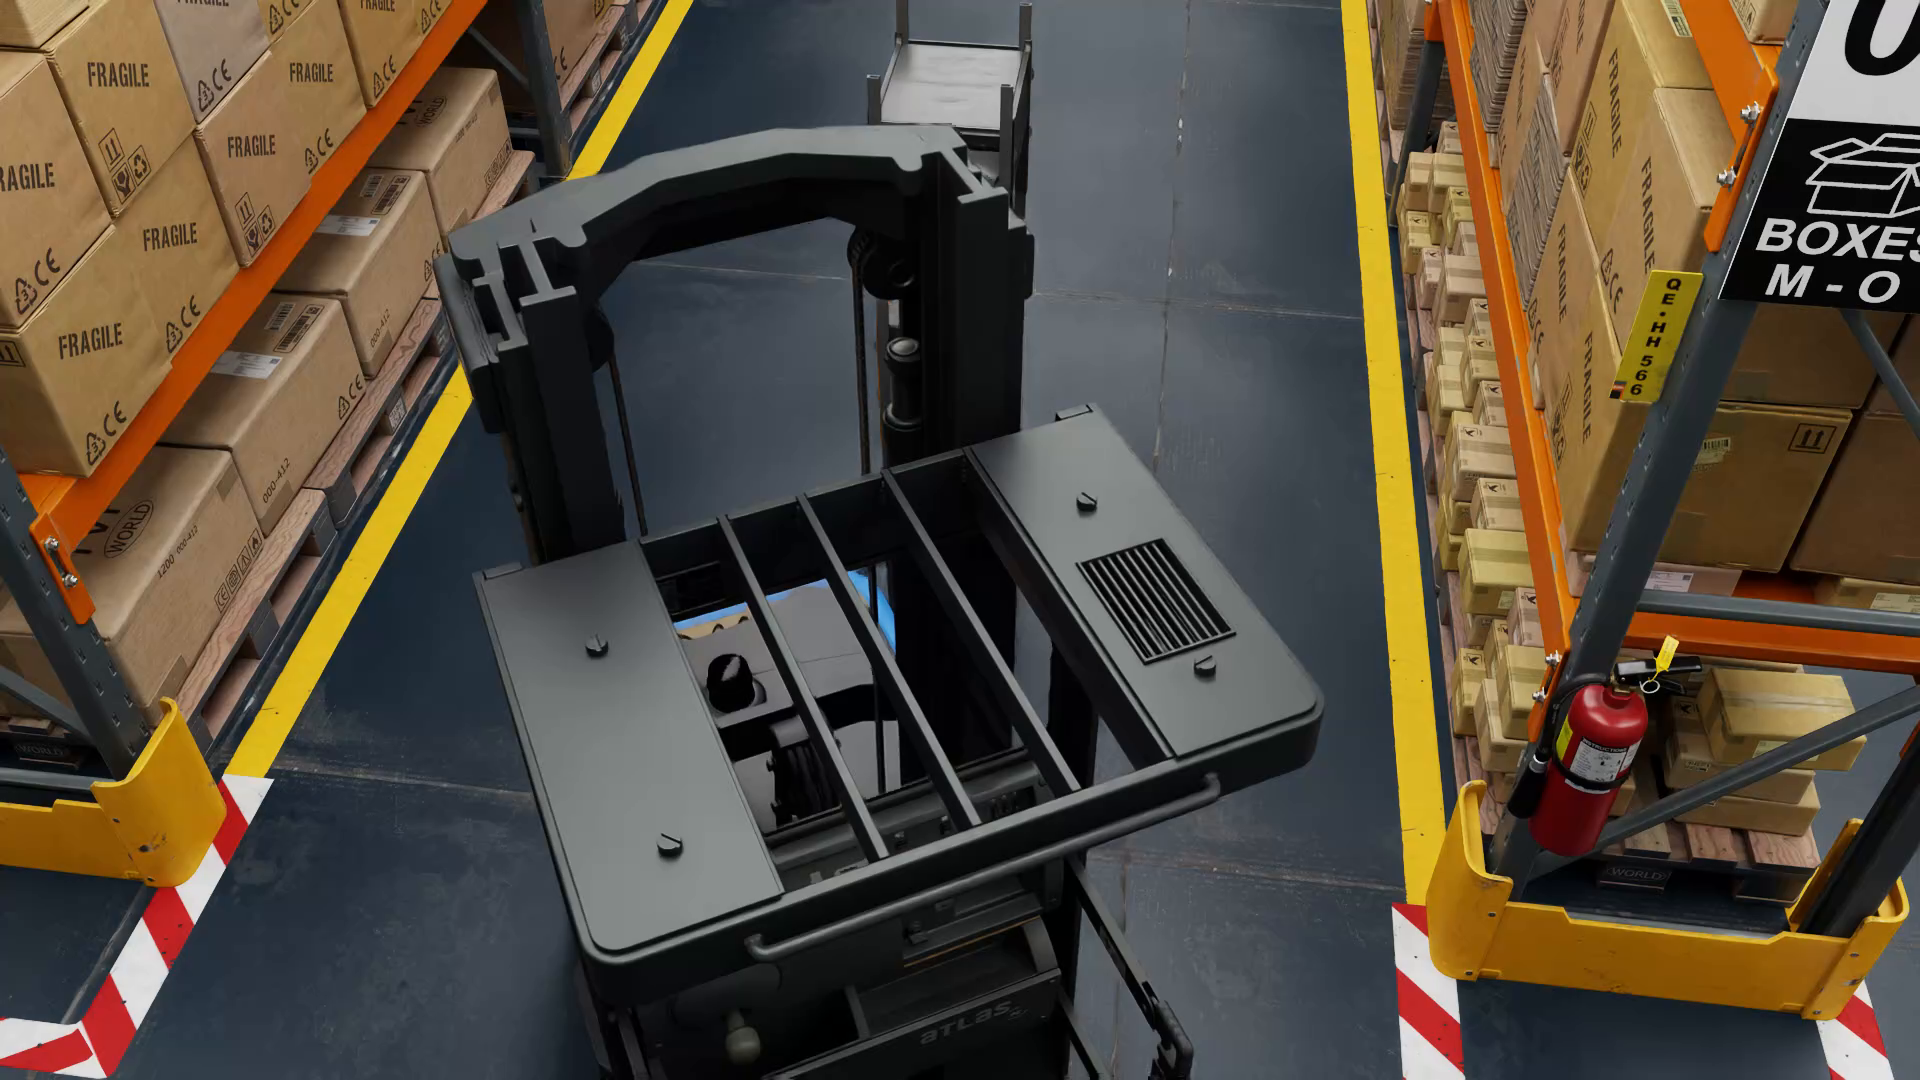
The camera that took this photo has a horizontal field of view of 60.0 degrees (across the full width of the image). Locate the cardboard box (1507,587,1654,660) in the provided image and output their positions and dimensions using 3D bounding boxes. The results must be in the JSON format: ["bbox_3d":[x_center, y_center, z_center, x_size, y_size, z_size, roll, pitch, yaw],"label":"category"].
[{"bbox_3d":[1.892,0.299,5.088,0.380,0.149,0.250,6,44,6],"label":"cardboard box"}]

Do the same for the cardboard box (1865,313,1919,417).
[{"bbox_3d":[2.305,-0.607,3.693,0.500,0.500,0.500,5,44,5],"label":"cardboard box"}]

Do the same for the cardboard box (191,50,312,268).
[{"bbox_3d":[-2.465,-1.228,5.293,0.500,0.500,0.500,5,44,5],"label":"cardboard box"}]

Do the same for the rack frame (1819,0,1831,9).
[{"bbox_3d":[1.983,-1.996,1.813,1.000,3.000,0.127,5,44,6],"label":"rack frame"}]

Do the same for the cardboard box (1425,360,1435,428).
[{"bbox_3d":[2.014,-0.554,6.422,0.380,0.149,0.250,4,44,4],"label":"cardboard box"}]

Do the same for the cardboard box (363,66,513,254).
[{"bbox_3d":[-2.598,-1.729,7.452,0.875,0.438,0.875,5,44,5],"label":"cardboard box"}]

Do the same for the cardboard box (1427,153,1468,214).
[{"bbox_3d":[2.166,-1.479,6.966,0.380,0.149,0.250,7,44,8],"label":"cardboard box"}]

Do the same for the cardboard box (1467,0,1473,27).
[{"bbox_3d":[2.189,-2.106,6.476,0.380,0.149,0.250,6,44,7],"label":"cardboard box"}]

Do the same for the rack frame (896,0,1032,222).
[{"bbox_3d":[0.010,-0.816,5.585,0.400,2.100,0.015,5,44,6],"label":"rack frame"}]

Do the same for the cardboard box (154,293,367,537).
[{"bbox_3d":[-2.836,-0.504,6.159,0.875,0.438,0.875,6,44,7],"label":"cardboard box"}]

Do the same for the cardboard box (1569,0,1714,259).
[{"bbox_3d":[1.864,-1.005,4.113,0.500,0.500,0.500,4,44,4],"label":"cardboard box"}]

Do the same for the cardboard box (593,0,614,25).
[{"bbox_3d":[-2.294,-3.352,8.848,0.875,0.875,0.875,6,44,7],"label":"cardboard box"}]

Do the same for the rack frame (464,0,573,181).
[{"bbox_3d":[-2.408,-2.925,7.157,1.000,3.000,0.127,5,44,6],"label":"rack frame"}]

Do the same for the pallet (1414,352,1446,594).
[{"bbox_3d":[2.299,-0.237,6.346,1.003,0.211,1.213,5,44,6],"label":"pallet"}]

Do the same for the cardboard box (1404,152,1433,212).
[{"bbox_3d":[2.147,-1.551,7.258,0.380,0.149,0.250,7,44,7],"label":"cardboard box"}]

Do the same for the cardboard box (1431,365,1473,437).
[{"bbox_3d":[1.954,-0.500,6.148,0.380,0.149,0.250,6,44,6],"label":"cardboard box"}]

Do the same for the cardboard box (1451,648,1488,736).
[{"bbox_3d":[1.779,0.503,5.305,0.380,0.149,0.250,6,44,7],"label":"cardboard box"}]

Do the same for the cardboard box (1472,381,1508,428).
[{"bbox_3d":[2.022,-0.417,5.845,0.380,0.149,0.250,4,44,4],"label":"cardboard box"}]

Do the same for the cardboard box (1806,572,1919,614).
[{"bbox_3d":[2.351,0.082,4.164,0.380,0.149,0.250,5,44,5],"label":"cardboard box"}]

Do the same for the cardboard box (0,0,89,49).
[{"bbox_3d":[-2.504,-1.402,4.278,0.380,0.149,0.250,6,44,7],"label":"cardboard box"}]

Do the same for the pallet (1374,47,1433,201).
[{"bbox_3d":[2.613,-2.062,8.274,1.003,0.211,1.213,5,44,6],"label":"pallet"}]

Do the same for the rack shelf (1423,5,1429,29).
[{"bbox_3d":[2.776,-3.646,8.442,1.077,0.370,4.000,5,44,6],"label":"rack shelf"}]

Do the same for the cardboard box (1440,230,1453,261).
[{"bbox_3d":[2.206,-1.201,6.889,0.380,0.149,0.250,5,44,5],"label":"cardboard box"}]

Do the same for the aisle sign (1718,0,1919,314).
[{"bbox_3d":[1.676,-0.739,2.958,0.394,0.787,0.004,5,44,6],"label":"aisle sign"}]

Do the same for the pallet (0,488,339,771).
[{"bbox_3d":[-2.909,0.262,5.820,1.003,0.211,1.213,5,44,6],"label":"pallet"}]

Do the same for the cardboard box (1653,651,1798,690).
[{"bbox_3d":[2.306,0.324,5.062,0.380,0.149,0.250,6,44,6],"label":"cardboard box"}]

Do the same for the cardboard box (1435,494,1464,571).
[{"bbox_3d":[1.891,-0.018,5.856,0.380,0.149,0.250,3,44,4],"label":"cardboard box"}]

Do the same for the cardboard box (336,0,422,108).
[{"bbox_3d":[-2.331,-1.927,6.031,0.500,0.500,0.500,5,44,5],"label":"cardboard box"}]

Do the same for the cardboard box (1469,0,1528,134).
[{"bbox_3d":[2.036,-1.696,5.570,0.500,0.500,0.500,4,44,5],"label":"cardboard box"}]

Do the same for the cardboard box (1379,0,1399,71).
[{"bbox_3d":[2.428,-2.666,8.396,0.500,0.500,0.500,4,44,5],"label":"cardboard box"}]

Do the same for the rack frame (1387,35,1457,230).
[{"bbox_3d":[2.512,-2.544,6.755,1.000,3.000,0.127,5,44,6],"label":"rack frame"}]

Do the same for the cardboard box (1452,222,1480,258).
[{"bbox_3d":[2.169,-1.122,6.589,0.380,0.149,0.250,4,44,4],"label":"cardboard box"}]

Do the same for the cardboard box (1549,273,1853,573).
[{"bbox_3d":[1.787,-0.292,4.087,0.500,0.500,0.500,6,44,6],"label":"cardboard box"}]

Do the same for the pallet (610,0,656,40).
[{"bbox_3d":[-2.222,-3.279,9.559,1.003,0.211,1.213,5,44,6],"label":"pallet"}]

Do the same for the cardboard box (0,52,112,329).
[{"bbox_3d":[-2.591,-0.899,4.218,0.500,0.500,0.500,4,44,5],"label":"cardboard box"}]

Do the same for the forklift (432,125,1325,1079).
[{"bbox_3d":[-0.139,0.844,3.227,1.130,2.935,3.031,-16,46,-17],"label":"forklift"}]

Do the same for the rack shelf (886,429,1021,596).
[{"bbox_3d":[-0.022,-0.131,5.900,0.431,0.518,0.480,5,44,6],"label":"rack shelf"}]

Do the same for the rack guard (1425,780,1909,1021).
[{"bbox_3d":[1.993,1.038,4.790,1.175,0.500,0.348,5,44,6],"label":"rack guard"}]

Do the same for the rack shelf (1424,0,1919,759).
[{"bbox_3d":[2.247,-0.920,5.563,1.077,0.370,4.000,5,44,6],"label":"rack shelf"}]

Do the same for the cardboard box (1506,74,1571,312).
[{"bbox_3d":[1.918,-0.989,4.823,0.500,0.500,0.500,5,44,6],"label":"cardboard box"}]

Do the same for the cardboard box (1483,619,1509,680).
[{"bbox_3d":[1.858,0.398,5.200,0.380,0.149,0.250,4,44,5],"label":"cardboard box"}]

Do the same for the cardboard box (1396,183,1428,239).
[{"bbox_3d":[2.145,-1.442,7.360,0.380,0.149,0.250,3,44,4],"label":"cardboard box"}]

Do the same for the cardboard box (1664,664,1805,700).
[{"bbox_3d":[2.399,0.442,5.154,0.380,0.149,0.250,5,44,5],"label":"cardboard box"}]

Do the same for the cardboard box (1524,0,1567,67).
[{"bbox_3d":[1.990,-1.721,4.870,0.500,0.500,0.500,4,44,4],"label":"cardboard box"}]

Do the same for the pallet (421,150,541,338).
[{"bbox_3d":[-2.586,-1.401,7.576,1.003,0.211,1.213,5,44,6],"label":"pallet"}]

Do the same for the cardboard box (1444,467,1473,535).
[{"bbox_3d":[1.892,-0.137,5.765,0.380,0.149,0.250,6,44,6],"label":"cardboard box"}]

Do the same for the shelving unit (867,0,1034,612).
[{"bbox_3d":[-0.022,-0.650,5.409,0.431,2.100,0.503,5,44,6],"label":"shelving unit"}]

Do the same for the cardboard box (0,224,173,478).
[{"bbox_3d":[-2.589,-0.536,4.562,0.500,0.500,0.500,5,44,5],"label":"cardboard box"}]

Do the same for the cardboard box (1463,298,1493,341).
[{"bbox_3d":[2.100,-0.763,6.210,0.380,0.149,0.250,4,44,4],"label":"cardboard box"}]

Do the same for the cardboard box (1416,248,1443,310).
[{"bbox_3d":[2.129,-1.087,6.984,0.380,0.149,0.250,5,44,5],"label":"cardboard box"}]

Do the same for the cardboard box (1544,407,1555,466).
[{"bbox_3d":[1.834,-0.313,4.581,0.380,0.149,0.250,5,44,5],"label":"cardboard box"}]

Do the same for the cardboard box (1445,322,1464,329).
[{"bbox_3d":[2.107,-0.832,6.499,0.380,0.149,0.250,7,44,7],"label":"cardboard box"}]

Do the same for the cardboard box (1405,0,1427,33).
[{"bbox_3d":[2.360,-2.592,7.773,0.500,0.250,0.500,4,44,4],"label":"cardboard box"}]

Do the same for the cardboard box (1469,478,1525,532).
[{"bbox_3d":[1.897,-0.060,5.467,0.380,0.149,0.250,4,44,4],"label":"cardboard box"}]

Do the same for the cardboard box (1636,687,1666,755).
[{"bbox_3d":[2.323,0.551,5.254,0.380,0.149,0.250,5,44,5],"label":"cardboard box"}]

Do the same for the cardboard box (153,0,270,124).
[{"bbox_3d":[-2.469,-1.604,4.962,0.500,0.500,0.500,5,44,5],"label":"cardboard box"}]
